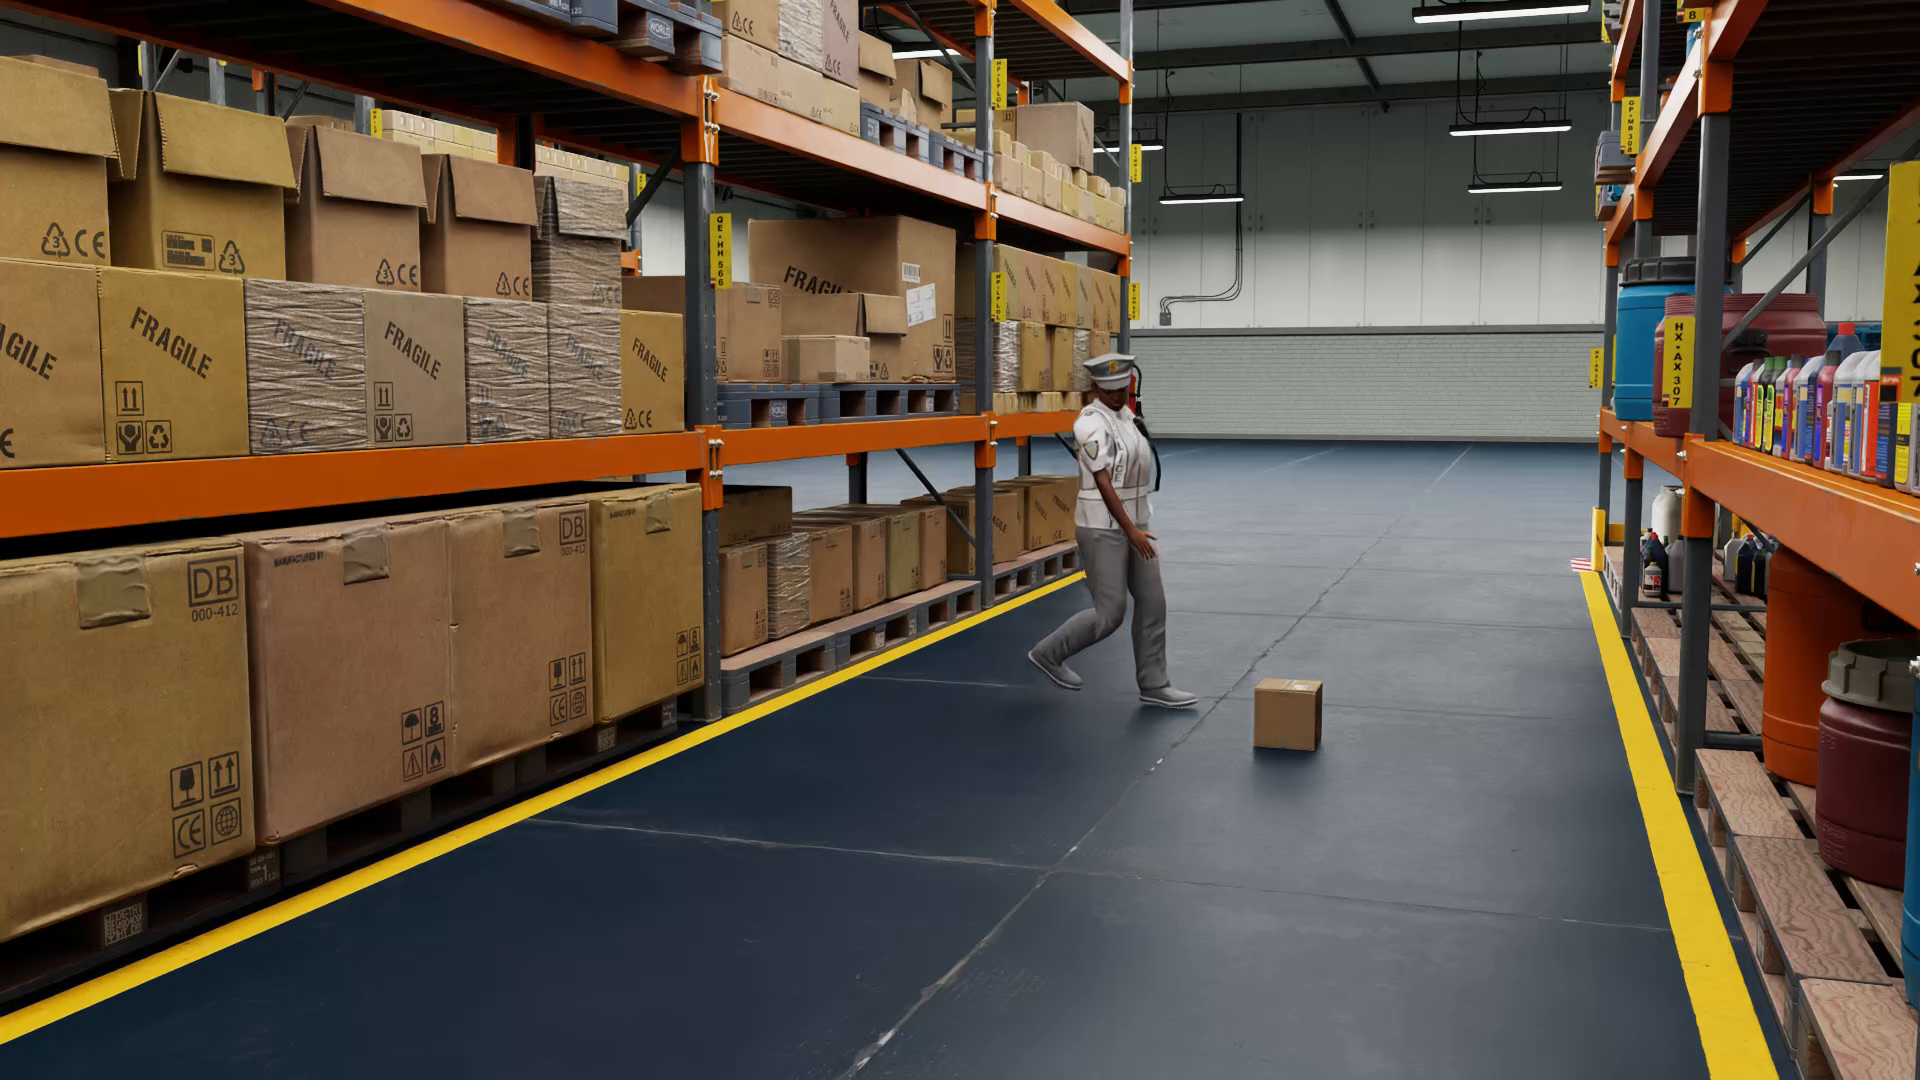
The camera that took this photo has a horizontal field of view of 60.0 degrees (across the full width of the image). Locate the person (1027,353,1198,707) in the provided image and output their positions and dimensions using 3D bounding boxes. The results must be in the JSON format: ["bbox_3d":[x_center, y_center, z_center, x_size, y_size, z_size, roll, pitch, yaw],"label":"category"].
[{"bbox_3d":[0.705,-0.040,7.683,0.686,1.631,0.519,4,7,37],"label":"person"}]
